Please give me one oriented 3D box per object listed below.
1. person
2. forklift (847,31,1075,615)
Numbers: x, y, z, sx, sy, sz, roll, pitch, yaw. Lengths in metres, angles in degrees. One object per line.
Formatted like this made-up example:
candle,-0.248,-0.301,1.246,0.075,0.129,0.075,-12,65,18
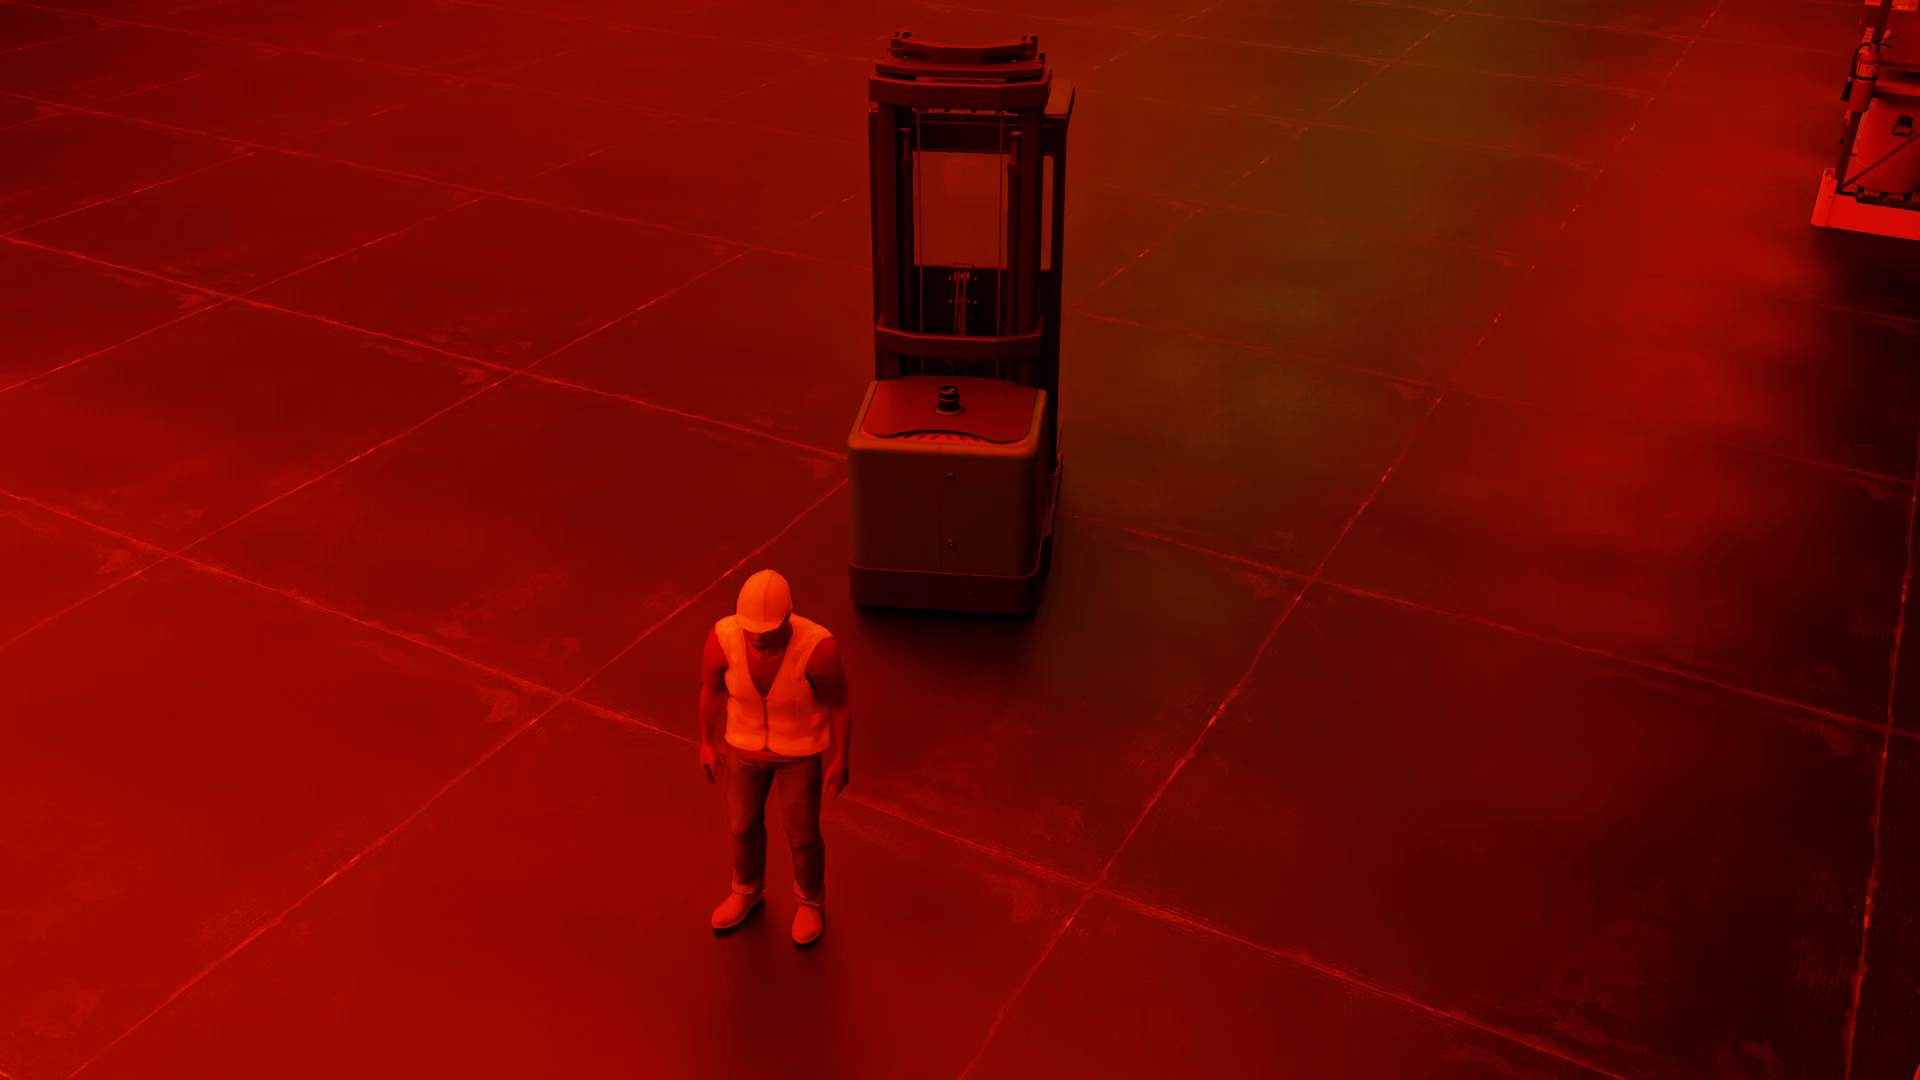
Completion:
person,-0.755,0.862,6.754,0.633,1.759,0.462,6,30,10
forklift,0.072,-1.572,9.794,1.130,2.935,3.031,3,30,6
